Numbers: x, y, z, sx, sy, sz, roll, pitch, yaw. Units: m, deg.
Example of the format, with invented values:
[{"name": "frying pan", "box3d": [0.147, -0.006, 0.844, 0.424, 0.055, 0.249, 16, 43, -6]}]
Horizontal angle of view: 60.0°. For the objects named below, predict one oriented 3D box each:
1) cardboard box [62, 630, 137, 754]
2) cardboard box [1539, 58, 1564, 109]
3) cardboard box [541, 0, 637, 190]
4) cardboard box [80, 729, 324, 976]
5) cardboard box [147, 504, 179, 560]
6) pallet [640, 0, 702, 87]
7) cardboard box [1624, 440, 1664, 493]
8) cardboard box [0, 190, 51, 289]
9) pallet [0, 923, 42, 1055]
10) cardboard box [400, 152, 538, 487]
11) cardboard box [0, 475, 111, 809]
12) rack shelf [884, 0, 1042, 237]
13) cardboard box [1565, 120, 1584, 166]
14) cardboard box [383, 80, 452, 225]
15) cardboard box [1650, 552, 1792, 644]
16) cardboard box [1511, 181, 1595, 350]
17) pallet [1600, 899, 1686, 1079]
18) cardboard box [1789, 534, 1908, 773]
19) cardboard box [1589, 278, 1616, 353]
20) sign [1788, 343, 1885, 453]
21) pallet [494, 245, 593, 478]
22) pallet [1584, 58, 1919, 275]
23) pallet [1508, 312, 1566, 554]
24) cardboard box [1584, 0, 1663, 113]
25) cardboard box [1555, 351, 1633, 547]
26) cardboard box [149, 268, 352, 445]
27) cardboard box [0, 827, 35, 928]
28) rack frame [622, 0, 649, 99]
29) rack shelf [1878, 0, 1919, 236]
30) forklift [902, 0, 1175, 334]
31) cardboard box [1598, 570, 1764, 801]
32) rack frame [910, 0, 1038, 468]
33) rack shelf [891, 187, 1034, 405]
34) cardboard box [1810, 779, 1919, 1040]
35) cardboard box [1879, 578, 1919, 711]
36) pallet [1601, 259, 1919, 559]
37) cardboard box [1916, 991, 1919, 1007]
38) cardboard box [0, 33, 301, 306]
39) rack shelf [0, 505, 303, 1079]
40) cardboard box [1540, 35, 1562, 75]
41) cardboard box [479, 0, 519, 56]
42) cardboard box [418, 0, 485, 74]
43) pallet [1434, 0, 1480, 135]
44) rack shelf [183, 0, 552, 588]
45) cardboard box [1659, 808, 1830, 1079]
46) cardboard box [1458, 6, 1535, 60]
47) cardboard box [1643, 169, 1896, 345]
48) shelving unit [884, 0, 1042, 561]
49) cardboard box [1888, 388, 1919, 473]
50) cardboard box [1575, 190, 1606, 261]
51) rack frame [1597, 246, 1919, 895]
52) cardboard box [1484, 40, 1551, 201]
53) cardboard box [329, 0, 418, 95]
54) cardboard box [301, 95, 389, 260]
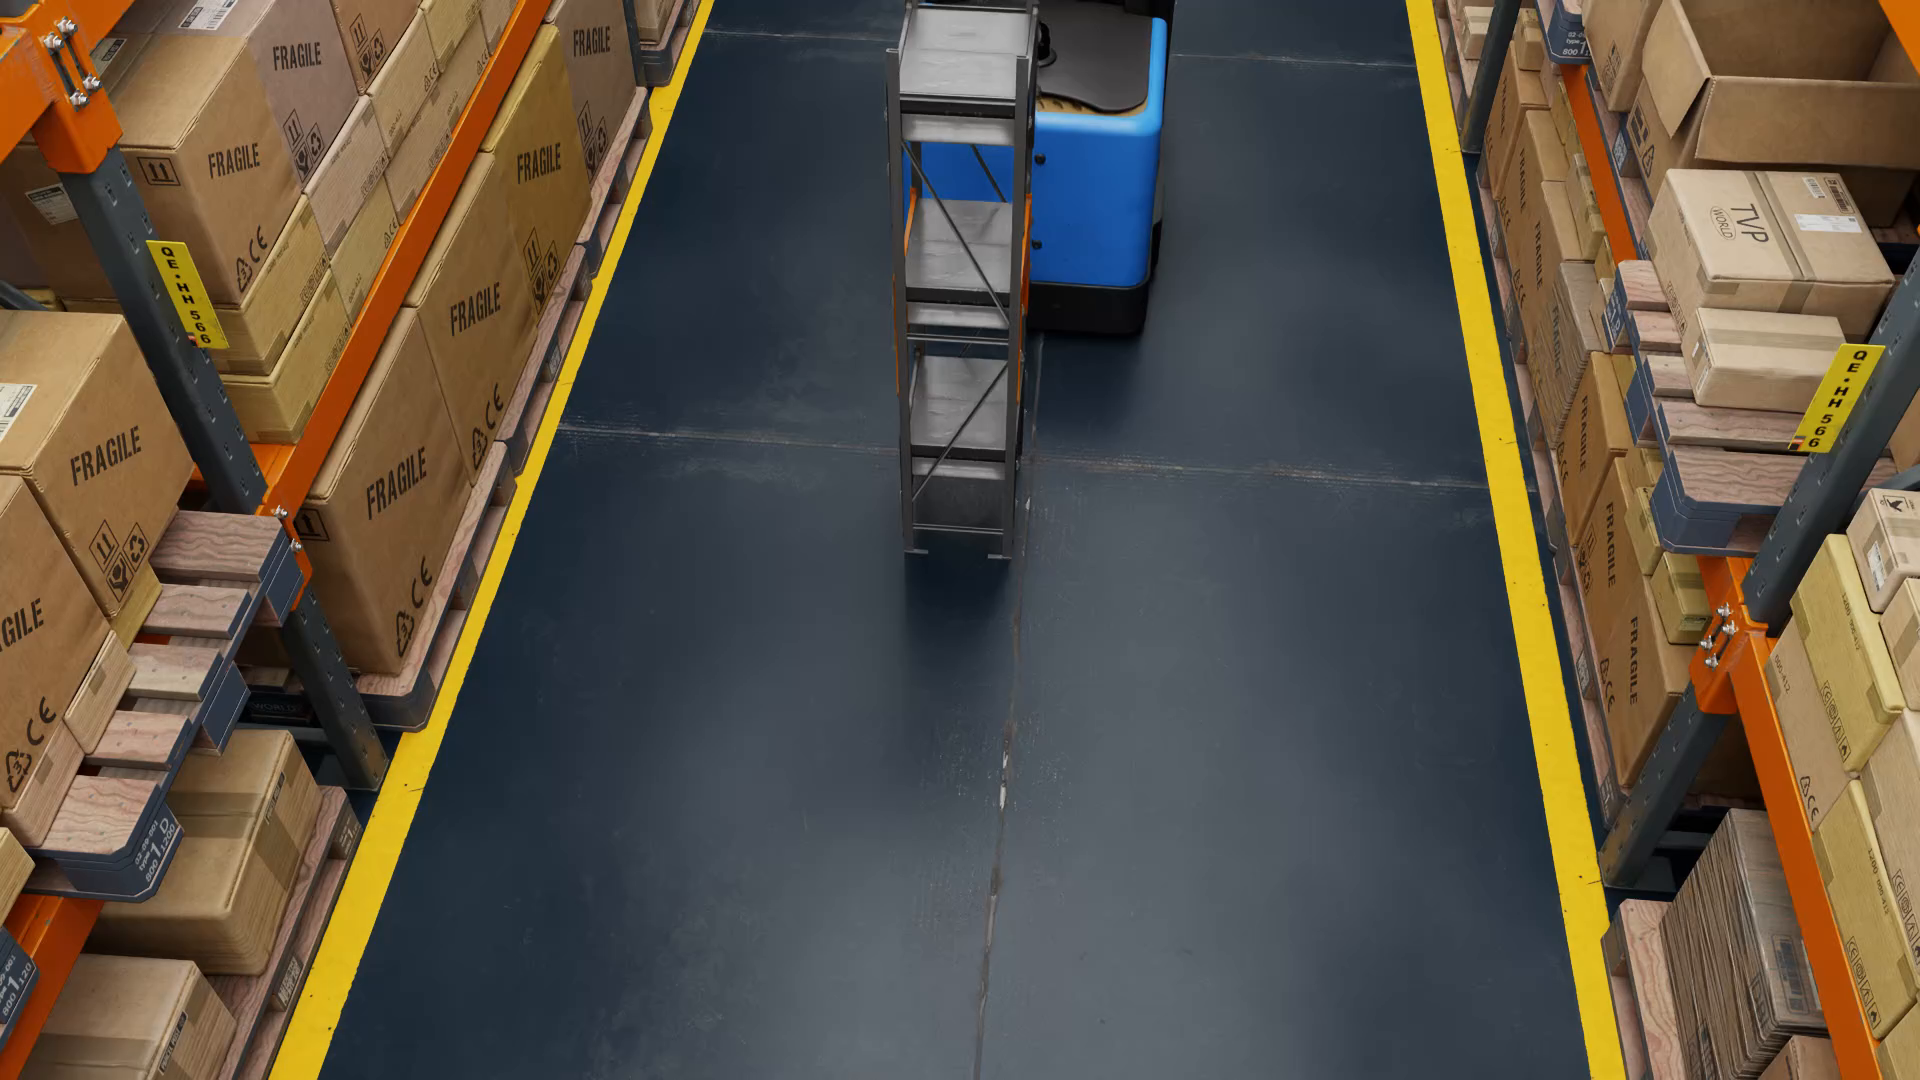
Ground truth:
[{"name": "cardboard box", "box3d": [-2.138, 0.334, 3.797, 0.380, 0.149, 0.250, 4, 48, 3]}, {"name": "cardboard box", "box3d": [2.651, -1.927, 6.949, 0.380, 0.149, 0.250, 3, 48, 2]}, {"name": "cardboard box", "box3d": [-2.024, -2.159, 7.347, 0.875, 0.875, 0.875, 5, 48, 5]}, {"name": "cardboard box", "box3d": [-2.473, 0.904, 4.887, 0.950, 0.372, 0.625, 1, 48, 1]}, {"name": "cardboard box", "box3d": [-2.207, -0.056, 4.154, 0.380, 0.149, 0.250, 5, 48, 5]}, {"name": "pallet", "box3d": [-1.899, -2.807, 8.675, 1.003, 0.211, 1.213, 4, 48, 4]}, {"name": "cardboard box", "box3d": [2.387, -0.215, 5.383, 0.380, 0.149, 0.250, 2, 48, 2]}, {"name": "cardboard box", "box3d": [-2.625, -1.024, 4.409, 0.500, 0.500, 0.500, 3, 48, 2]}, {"name": "pallet", "box3d": [-2.551, 1.267, 3.189, 1.003, 0.211, 1.213, 4, 48, 4]}, {"name": "cardboard box", "box3d": [-2.180, -0.837, 6.138, 0.875, 0.875, 0.875, 4, 48, 4]}, {"name": "cardboard box", "box3d": [-2.212, 0.202, 3.479, 0.500, 0.500, 0.500, 3, 48, 3]}, {"name": "rack shelf", "box3d": [0.015, -1.294, 5.080, 0.431, 0.518, 0.480, 4, 48, 4]}, {"name": "cardboard box", "box3d": [2.627, -1.535, 6.591, 0.380, 0.149, 0.250, 3, 48, 3]}, {"name": "cardboard box", "box3d": [-2.033, -1.311, 5.518, 0.500, 0.250, 0.500, 5, 48, 5]}, {"name": "cardboard box", "box3d": [2.325, 0.178, 5.024, 0.380, 0.149, 0.250, 2, 48, 2]}, {"name": "cardboard box", "box3d": [2.540, -1.063, 6.599, 0.500, 0.500, 0.500, 3, 48, 2]}, {"name": "pallet", "box3d": [2.418, 1.619, 4.626, 1.003, 0.211, 1.213, 4, 48, 4]}, {"name": "cardboard box", "box3d": [2.224, 0.265, 3.737, 0.500, 0.250, 0.500, 4, 48, 3]}, {"name": "cardboard box", "box3d": [2.474, -0.794, 5.913, 0.380, 0.149, 0.250, 2, 48, 2]}, {"name": "sign", "box3d": [1.991, -0.318, 3.777, 0.100, 0.325, 0.005, 4, 48, 4]}, {"name": "pallet", "box3d": [-2.151, -0.783, 6.823, 1.003, 0.211, 1.213, 4, 48, 4]}, {"name": "pallet", "box3d": [2.705, -1.289, 5.526, 1.003, 0.211, 1.213, 4, 48, 4]}, {"name": "pallet", "box3d": [2.752, -0.424, 6.494, 1.003, 0.211, 1.213, 4, 48, 4]}, {"name": "cardboard box", "box3d": [2.511, -1.742, 5.458, 0.700, 0.500, 0.500, 4, 48, 3]}, {"name": "cardboard box", "box3d": [2.458, -0.300, 5.901, 0.500, 0.500, 0.500, 6, 48, 5]}, {"name": "cardboard box", "box3d": [-2.116, -0.548, 4.820, 0.500, 0.250, 0.500, 3, 48, 3]}, {"name": "cardboard box", "box3d": [-2.180, 0.722, 3.443, 0.380, 0.149, 0.250, 5, 48, 4]}, {"name": "rack frame", "box3d": [-2.047, -3.195, 7.139, 1.000, 3.000, 0.127, 4, 48, 4]}, {"name": "rack shelf", "box3d": [2.714, -2.164, 4.651, 1.077, 0.370, 4.000, 4, 48, 4]}, {"name": "forklift", "box3d": [0.416, -2.943, 6.956, 1.130, 2.935, 3.031, 5, 48, 4]}, {"name": "cardboard box", "box3d": [2.357, 0.452, 5.213, 0.500, 0.500, 0.500, 5, 48, 5]}, {"name": "rack frame", "box3d": [0.037, -1.010, 5.750, 0.400, 2.100, 0.015, 4, 48, 4]}, {"name": "rack shelf", "box3d": [0.015, -0.821, 5.597, 0.431, 0.518, 0.480, 4, 48, 4]}, {"name": "cardboard box", "box3d": [2.198, 0.805, 3.583, 0.500, 0.250, 0.500, 3, 48, 3]}, {"name": "cardboard box", "box3d": [2.187, 0.233, 3.496, 0.380, 0.149, 0.250, 5, 48, 4]}, {"name": "pallet", "box3d": [2.524, -0.363, 4.679, 1.213, 0.211, 1.003, 4, 48, 4]}, {"name": "cardboard box", "box3d": [2.136, 1.018, 3.049, 0.500, 0.250, 0.500, 3, 48, 3]}, {"name": "cardboard box", "box3d": [-2.123, -0.973, 4.362, 0.500, 0.500, 0.500, 2, 48, 2]}, {"name": "rack shelf", "box3d": [-2.594, 1.457, 3.372, 1.077, 0.370, 4.000, 4, 48, 4]}, {"name": "cardboard box", "box3d": [2.623, -2.041, 6.853, 0.380, 0.149, 0.250, 2, 48, 2]}, {"name": "cardboard box", "box3d": [-1.949, -2.054, 6.198, 0.500, 0.250, 0.500, 3, 48, 2]}, {"name": "cardboard box", "box3d": [-1.954, -1.846, 5.669, 0.500, 0.250, 0.500, 5, 48, 4]}, {"name": "pallet", "box3d": [2.960, -2.427, 8.327, 1.003, 0.211, 1.213, 4, 48, 4]}, {"name": "rack shelf", "box3d": [-2.229, -1.483, 6.061, 1.077, 0.370, 4.000, 4, 48, 4]}, {"name": "cardboard box", "box3d": [2.462, 1.193, 4.451, 0.875, 0.625, 0.625, 5, 48, 5]}, {"name": "cardboard box", "box3d": [2.655, -2.473, 8.126, 0.380, 0.149, 0.250, 3, 48, 2]}, {"name": "cardboard box", "box3d": [2.306, -0.813, 4.778, 0.500, 0.250, 0.500, 2, 48, 2]}, {"name": "shelving unit", "box3d": [0.015, -0.830, 5.586, 0.431, 2.100, 0.503, 4, 48, 4]}, {"name": "cardboard box", "box3d": [2.735, -0.468, 4.293, 0.500, 0.500, 0.500, 6, 48, 5]}, {"name": "cardboard box", "box3d": [2.542, -1.171, 6.259, 0.380, 0.149, 0.250, 5, 48, 5]}, {"name": "rack frame", "box3d": [2.532, 0.075, 4.148, 1.000, 3.000, 0.127, 4, 48, 4]}, {"name": "cardboard box", "box3d": [2.629, -1.822, 7.293, 0.500, 0.500, 0.500, 6, 48, 5]}, {"name": "cardboard box", "box3d": [-2.025, -1.717, 5.042, 0.500, 0.500, 0.500, 5, 48, 5]}, {"name": "cardboard box", "box3d": [-2.071, -1.109, 4.995, 0.500, 0.250, 0.500, 5, 48, 4]}]
